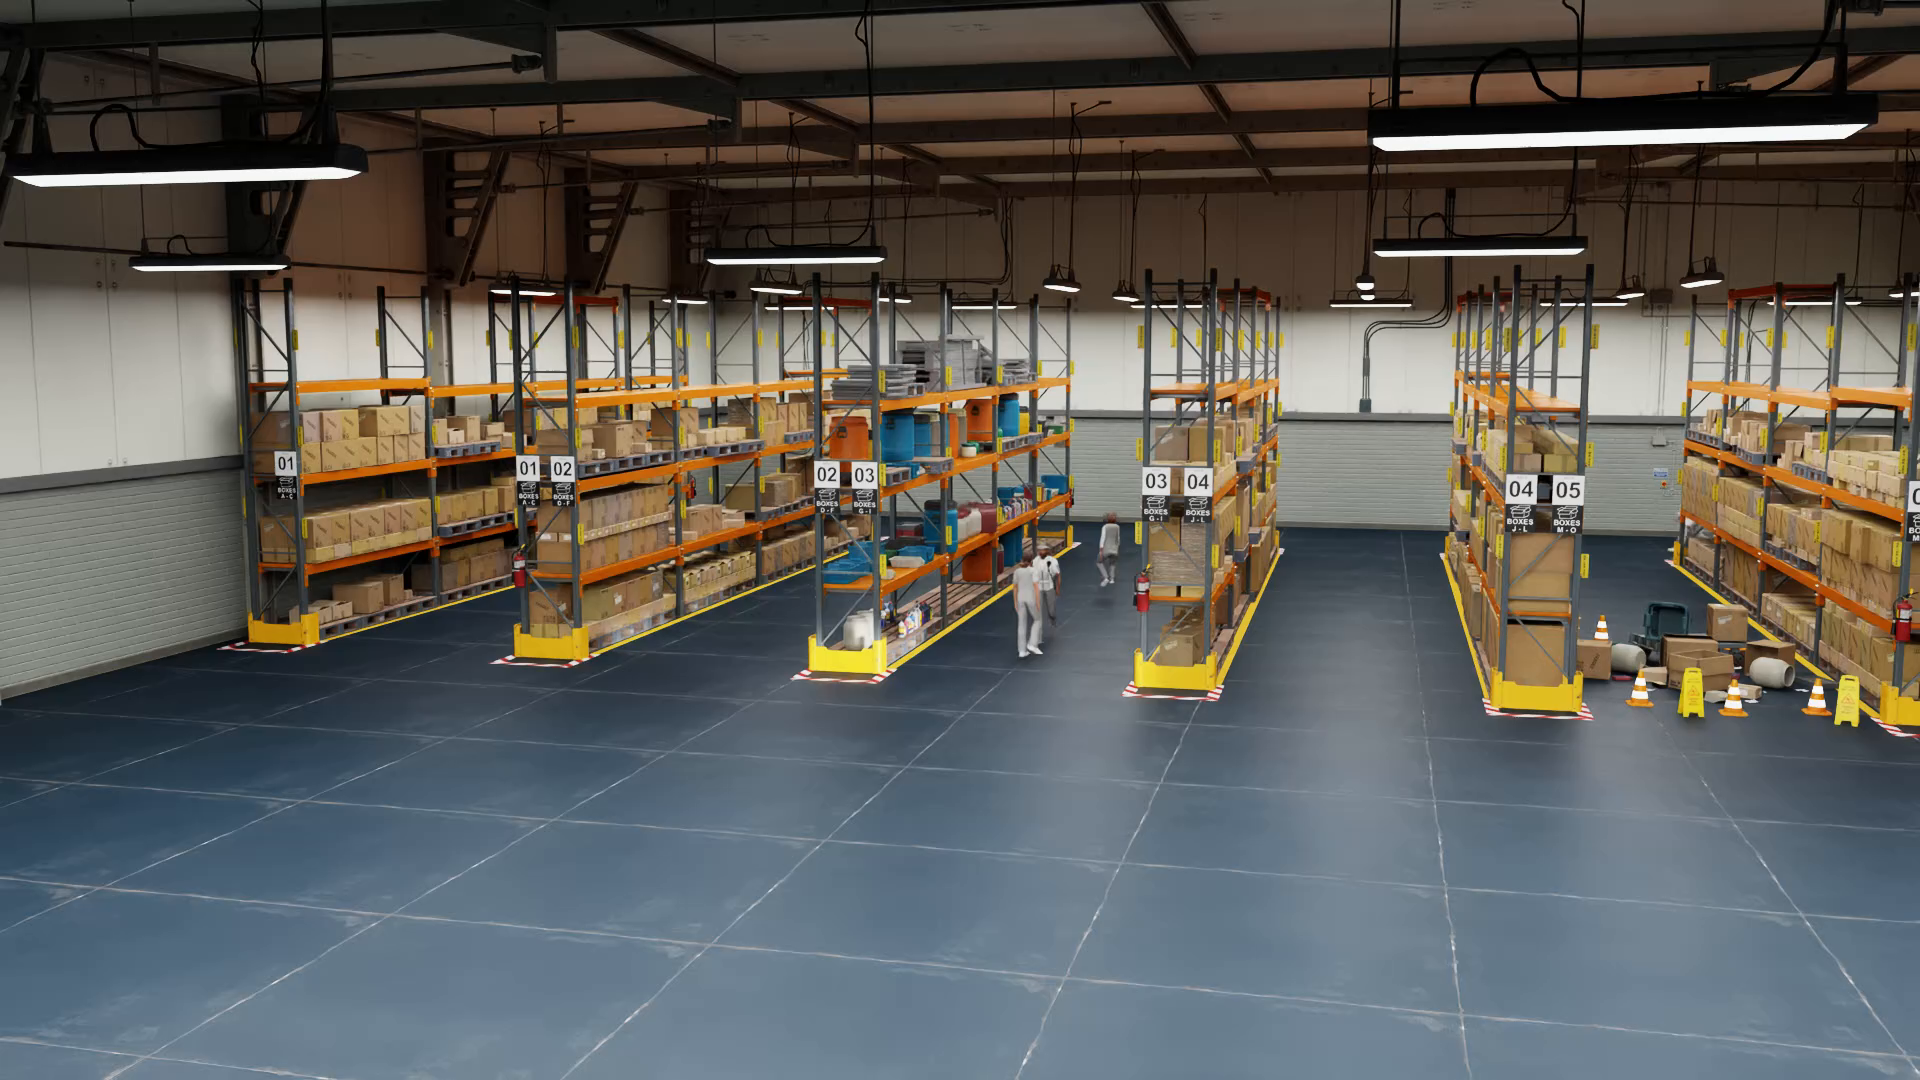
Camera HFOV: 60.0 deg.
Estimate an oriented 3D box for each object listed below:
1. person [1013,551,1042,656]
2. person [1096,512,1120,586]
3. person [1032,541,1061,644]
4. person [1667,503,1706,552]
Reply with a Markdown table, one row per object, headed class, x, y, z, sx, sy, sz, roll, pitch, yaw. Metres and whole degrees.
| class | x | y | z | sx | sy | sz | roll | pitch | yaw |
| --- | --- | --- | --- | --- | --- | --- | --- | --- | --- |
| person | 1.053 | 1.020 | 26.409 | 0.484 | 1.678 | 0.527 | 3 | 7 | 21 |
| person | 2.911 | 0.182 | 32.417 | 0.462 | 1.461 | 0.504 | -2 | 7 | -15 |
| person | 1.434 | 0.845 | 27.772 | 0.534 | 1.684 | 0.794 | 2 | 7 | 13 |
| person | 17.210 | -0.557 | 39.176 | 1.141 | 1.730 | 0.587 | 0 | 7 | -2 |
